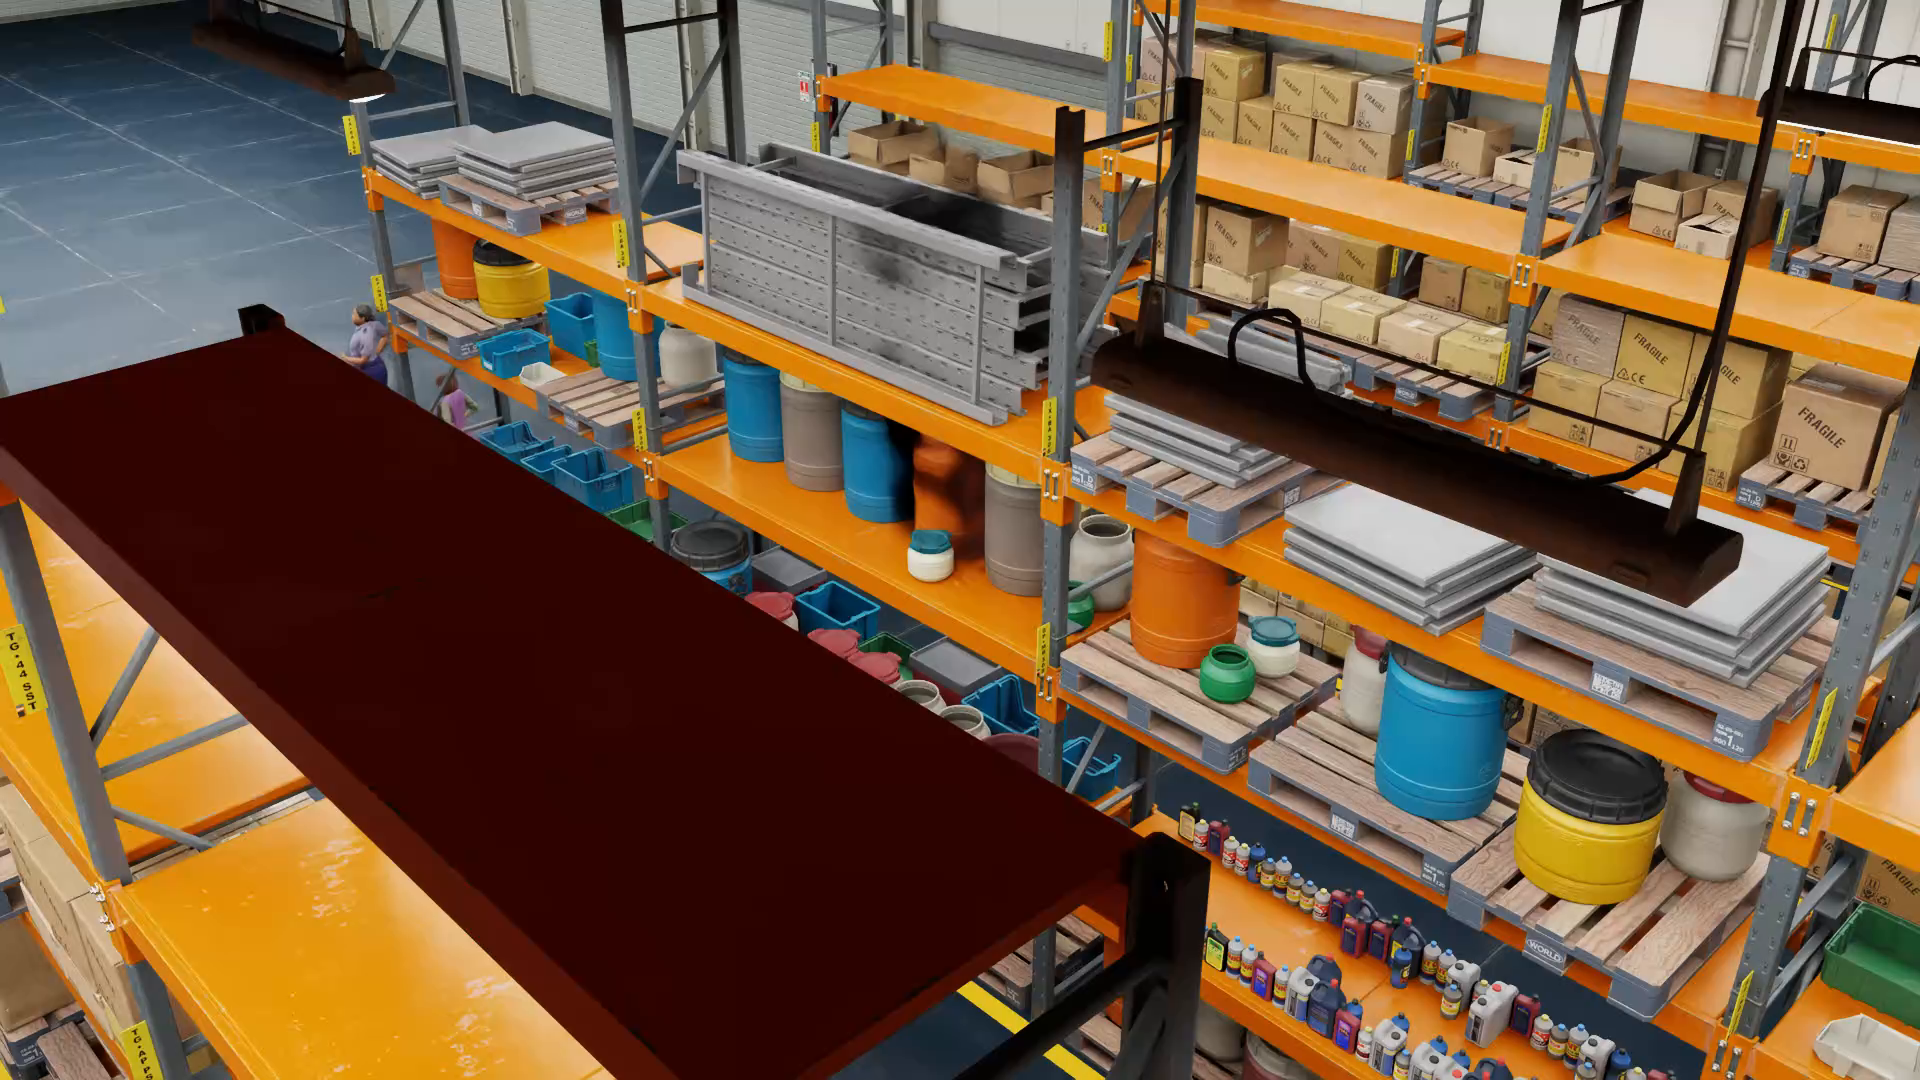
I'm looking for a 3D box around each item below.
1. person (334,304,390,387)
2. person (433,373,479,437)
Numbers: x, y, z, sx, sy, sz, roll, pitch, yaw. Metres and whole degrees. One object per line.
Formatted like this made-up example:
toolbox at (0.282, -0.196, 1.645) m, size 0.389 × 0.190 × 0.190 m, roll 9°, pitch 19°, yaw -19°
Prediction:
person at (-6.619, -1.860, 18.608) m, size 0.654 × 1.640 × 0.586 m, roll -10°, pitch 30°, yaw -17°
person at (-5.122, -0.963, 17.010) m, size 0.714 × 1.604 × 0.586 m, roll 6°, pitch 29°, yaw 11°
